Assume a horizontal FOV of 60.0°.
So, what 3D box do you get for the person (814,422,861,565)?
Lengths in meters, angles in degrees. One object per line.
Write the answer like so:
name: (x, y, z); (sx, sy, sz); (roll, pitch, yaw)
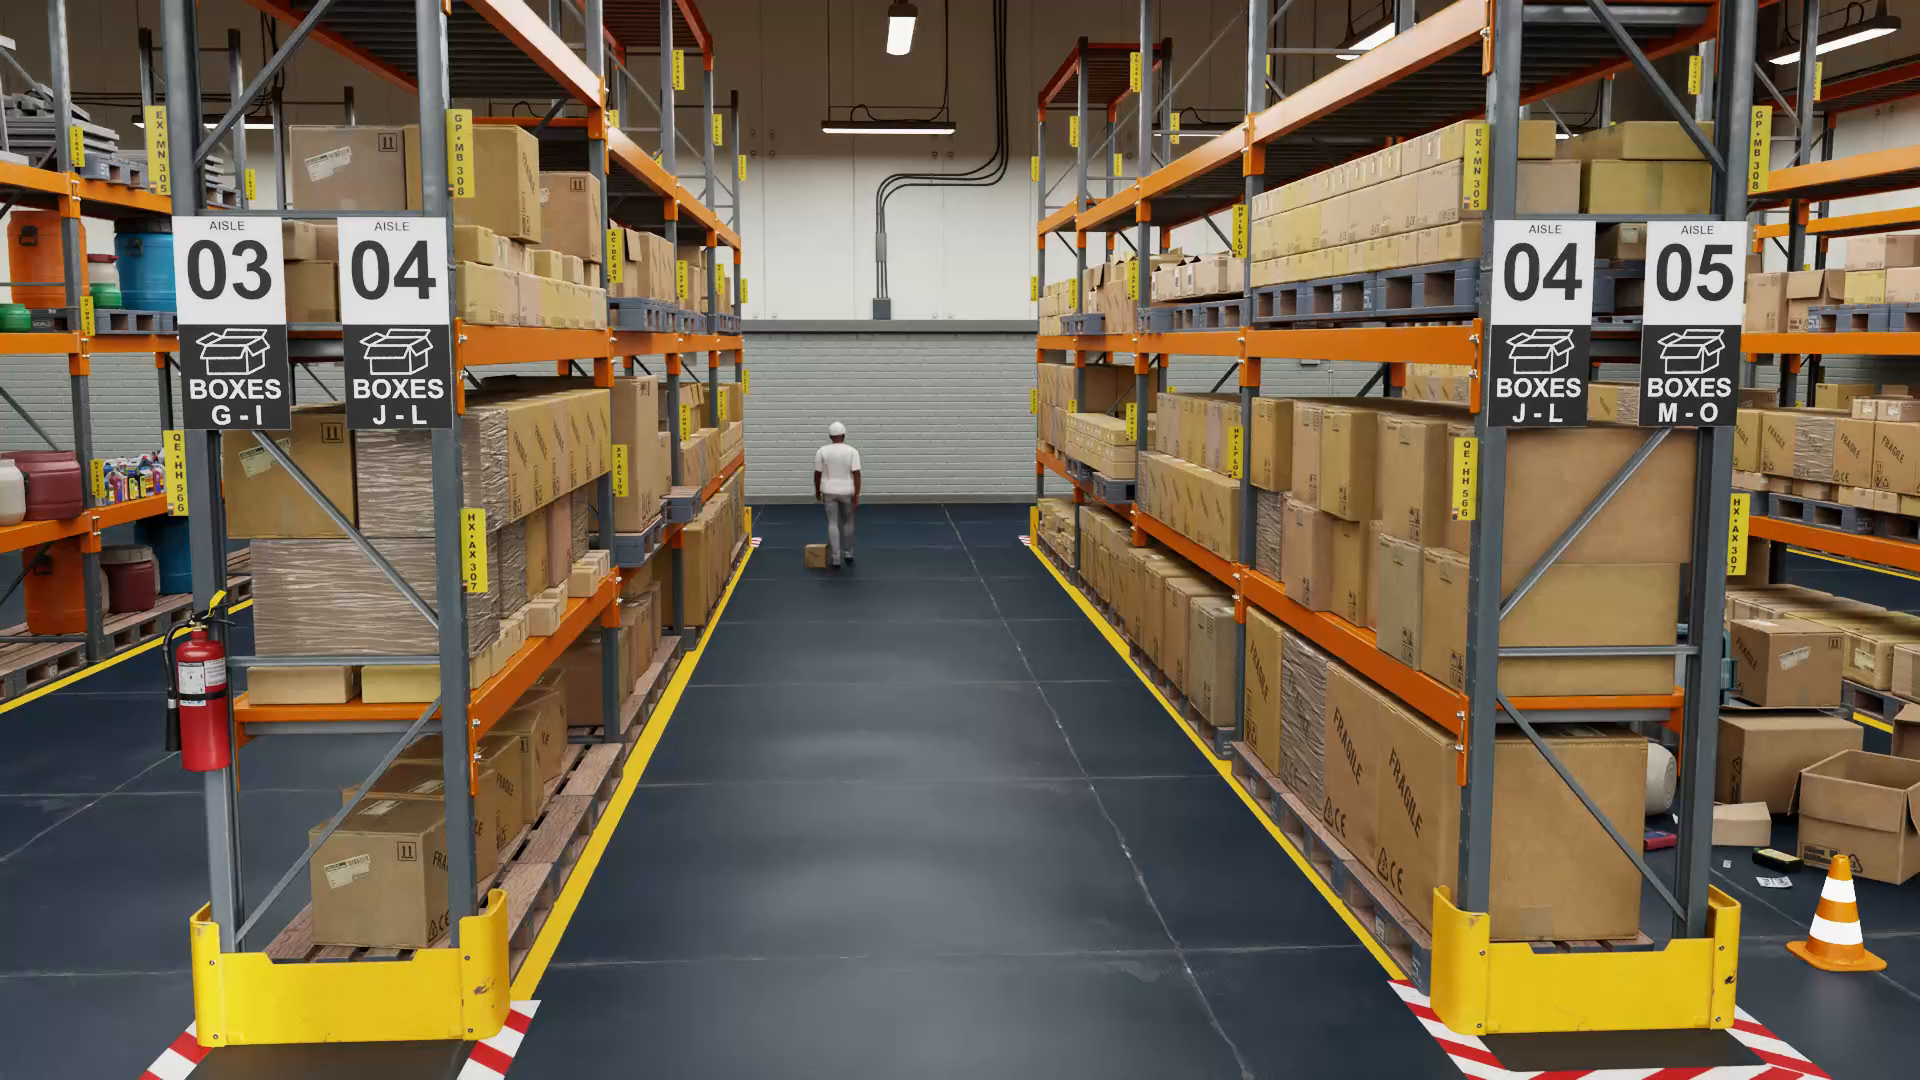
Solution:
person: (-1.514, -0.593, 20.480); (0.568, 1.733, 0.920); (-1, 7, -6)
